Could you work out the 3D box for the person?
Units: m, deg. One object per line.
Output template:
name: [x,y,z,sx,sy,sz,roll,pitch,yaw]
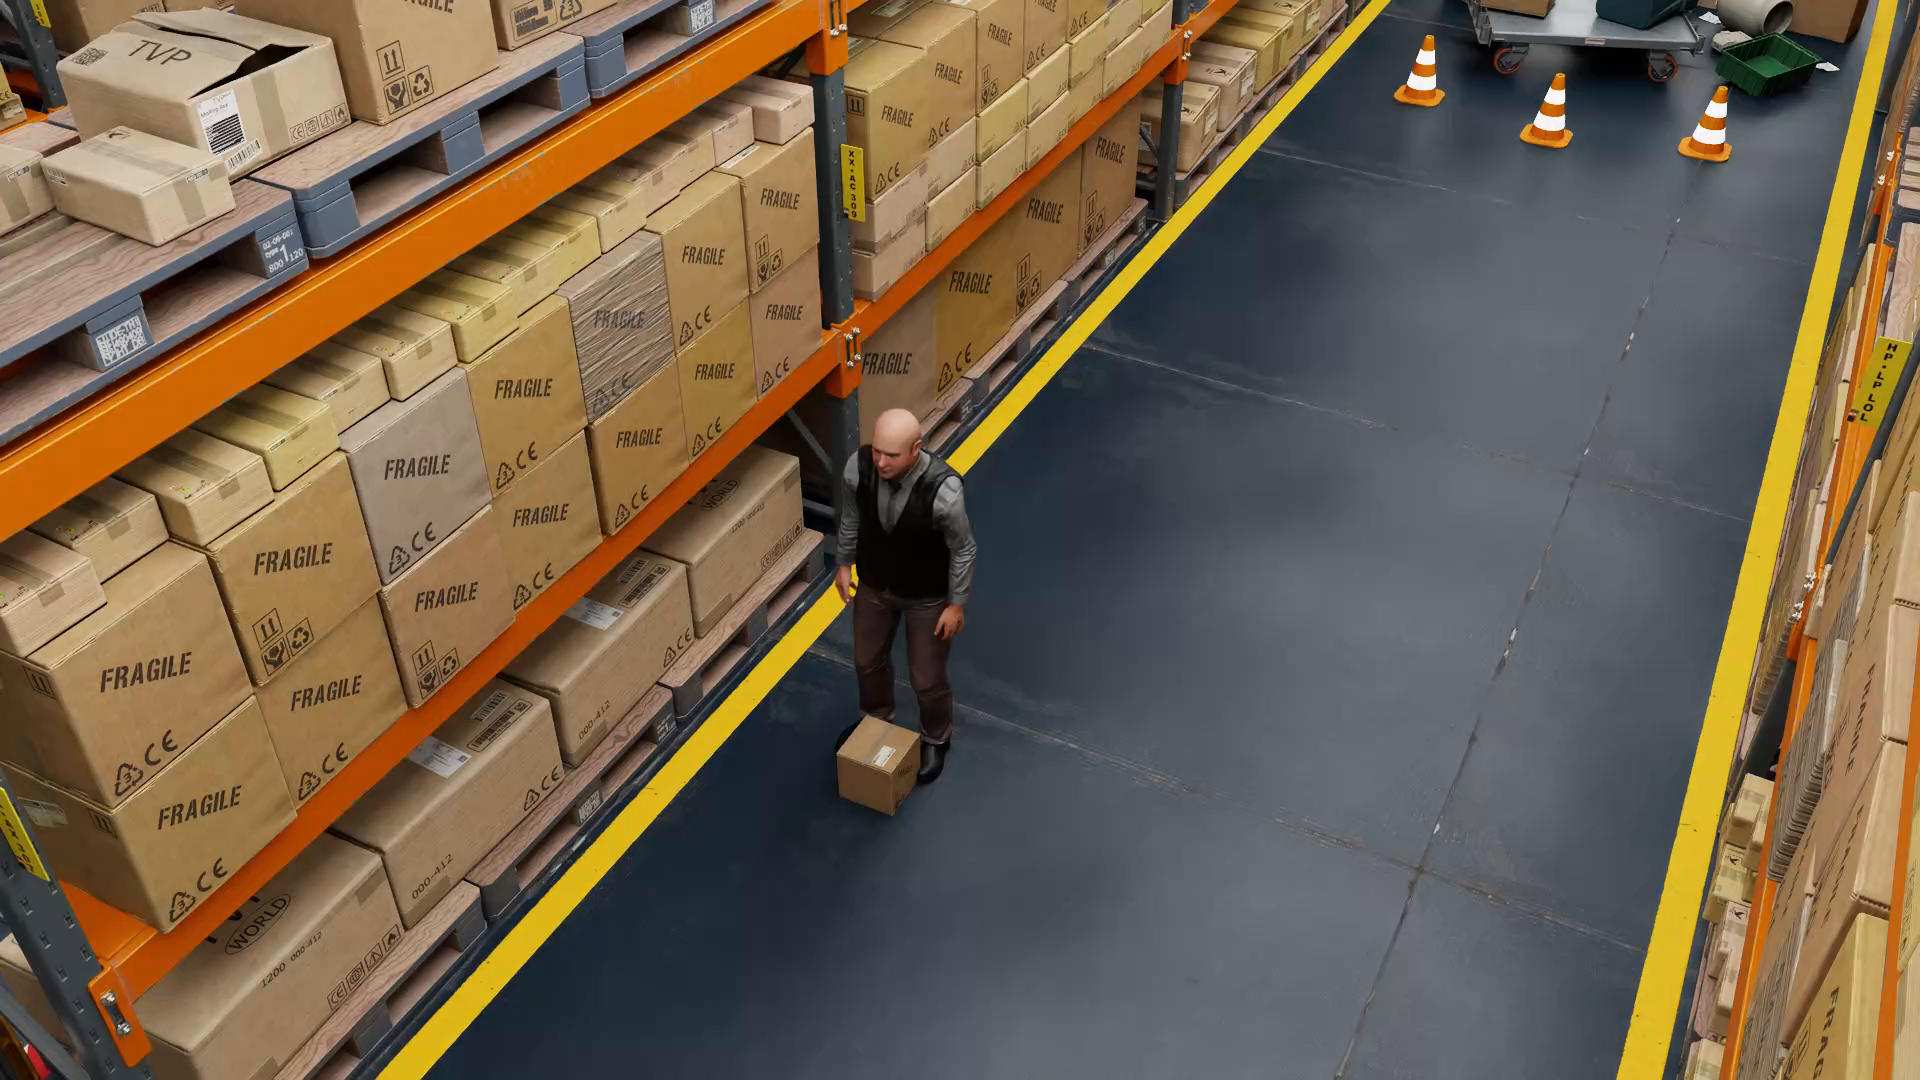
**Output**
person: [-0.210,0.182,6.533,0.581,1.721,0.418,18,41,22]
